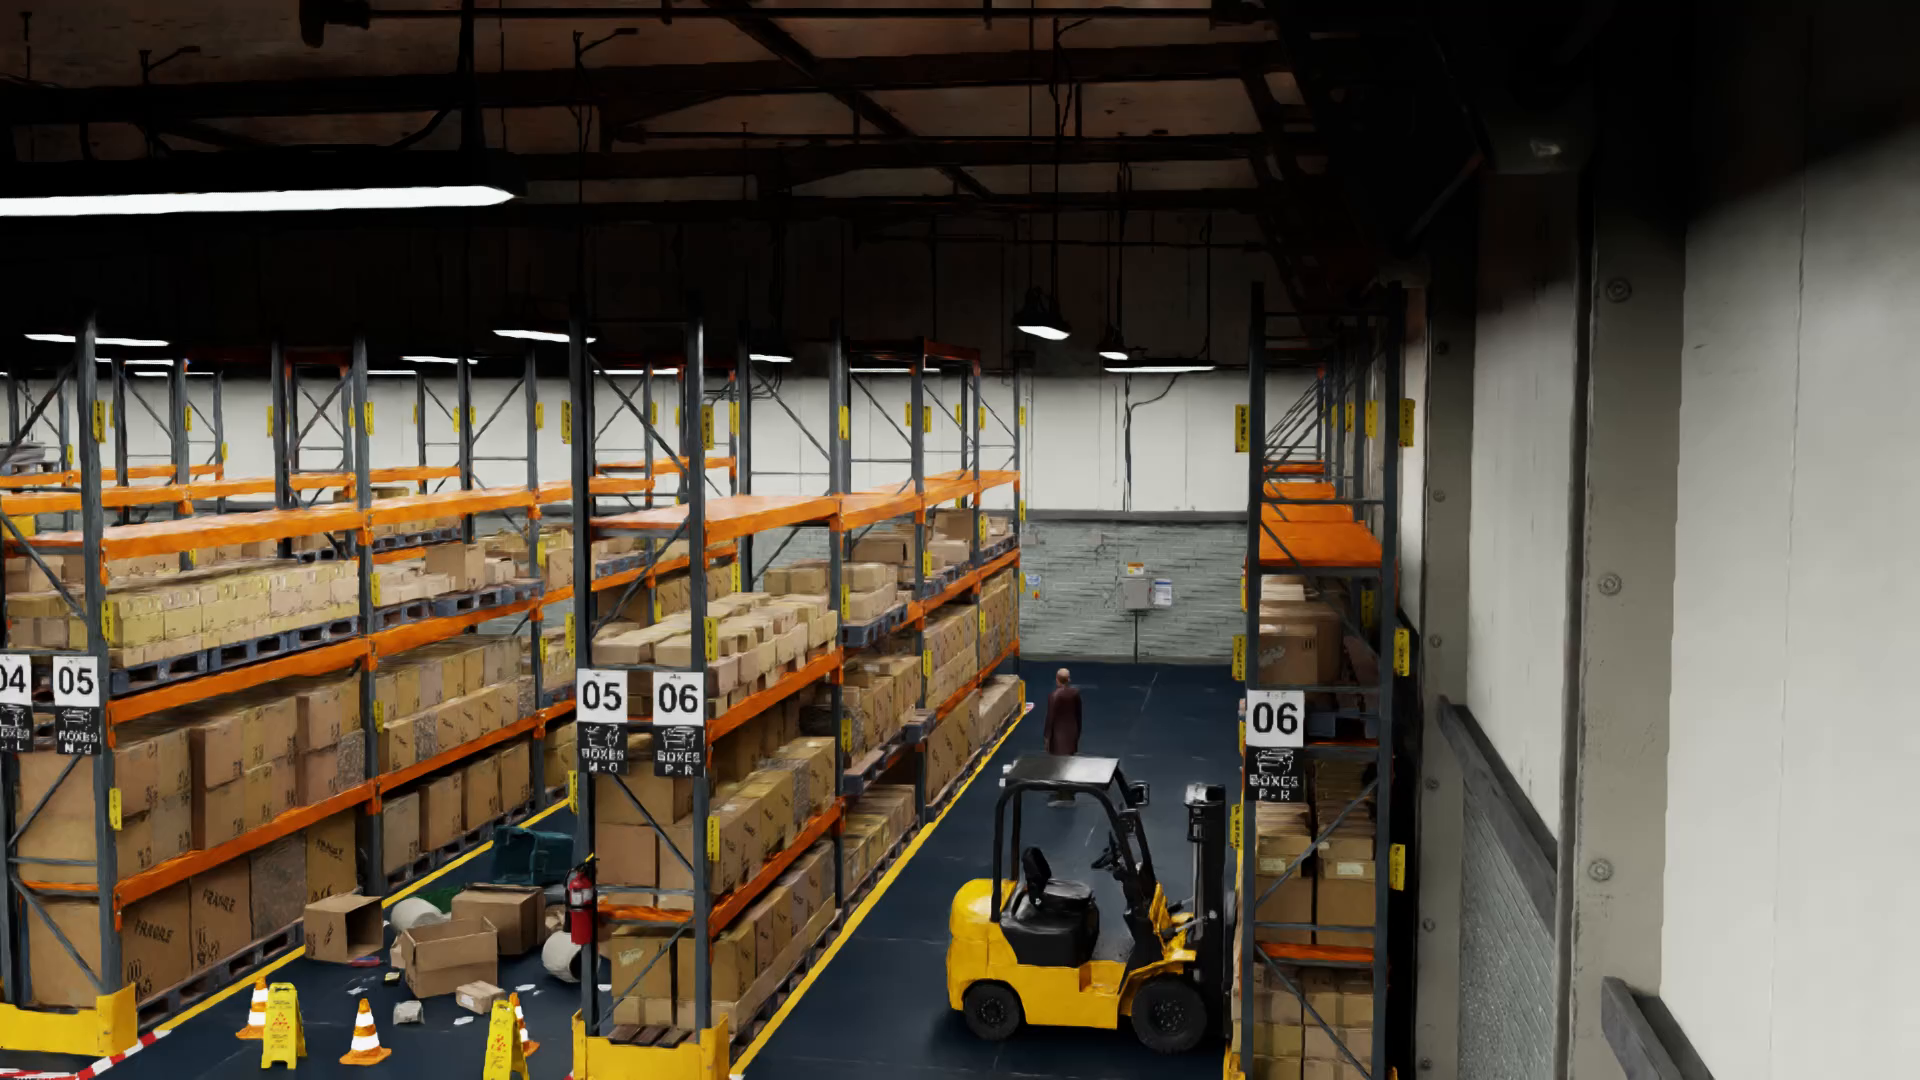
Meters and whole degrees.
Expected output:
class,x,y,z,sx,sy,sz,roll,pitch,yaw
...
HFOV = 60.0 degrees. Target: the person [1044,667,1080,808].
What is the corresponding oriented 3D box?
class,x,y,z,sx,sy,sz,roll,pitch,yaw
person,1.296,2.527,21.549,0.616,1.773,0.678,4,6,39
